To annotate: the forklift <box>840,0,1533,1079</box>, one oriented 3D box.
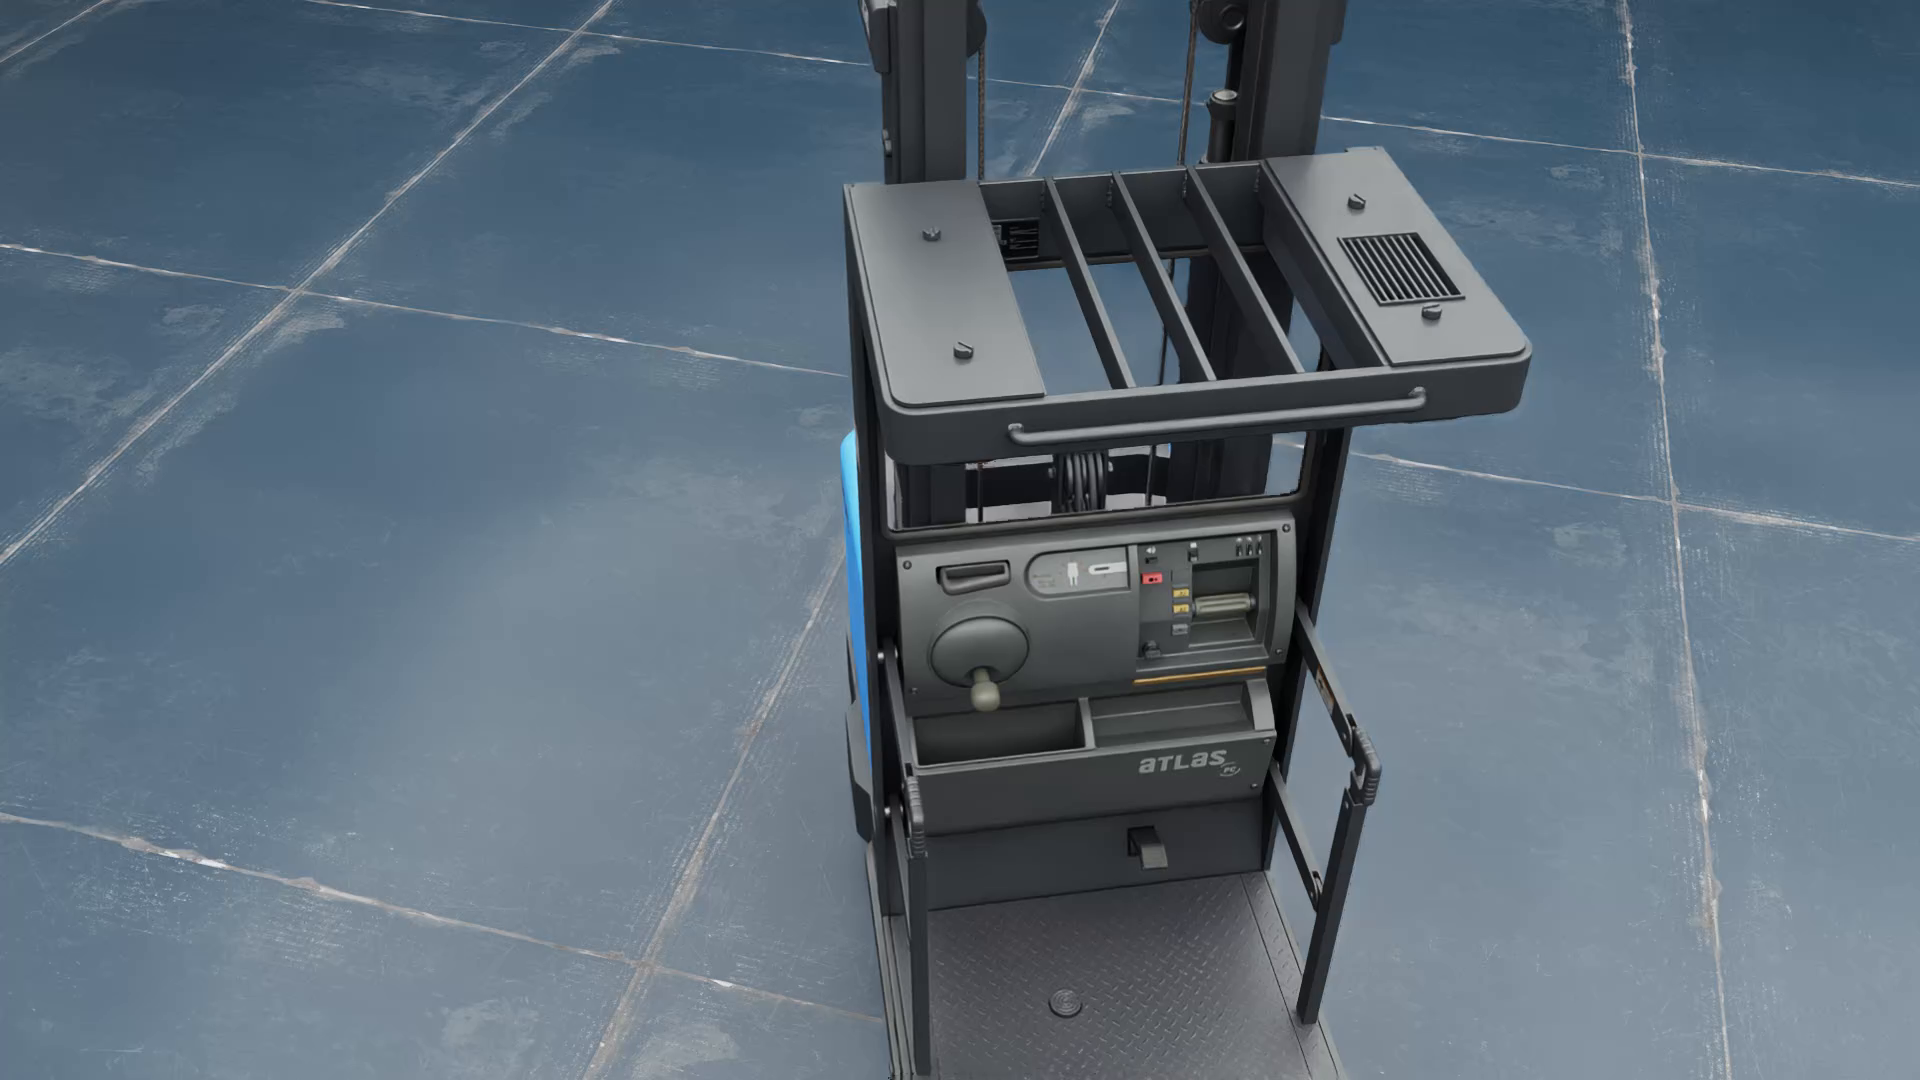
[{"bbox_3d":[0.354,0.245,3.679,1.130,2.935,3.031,-6,40,-7],"label":"forklift"}]
